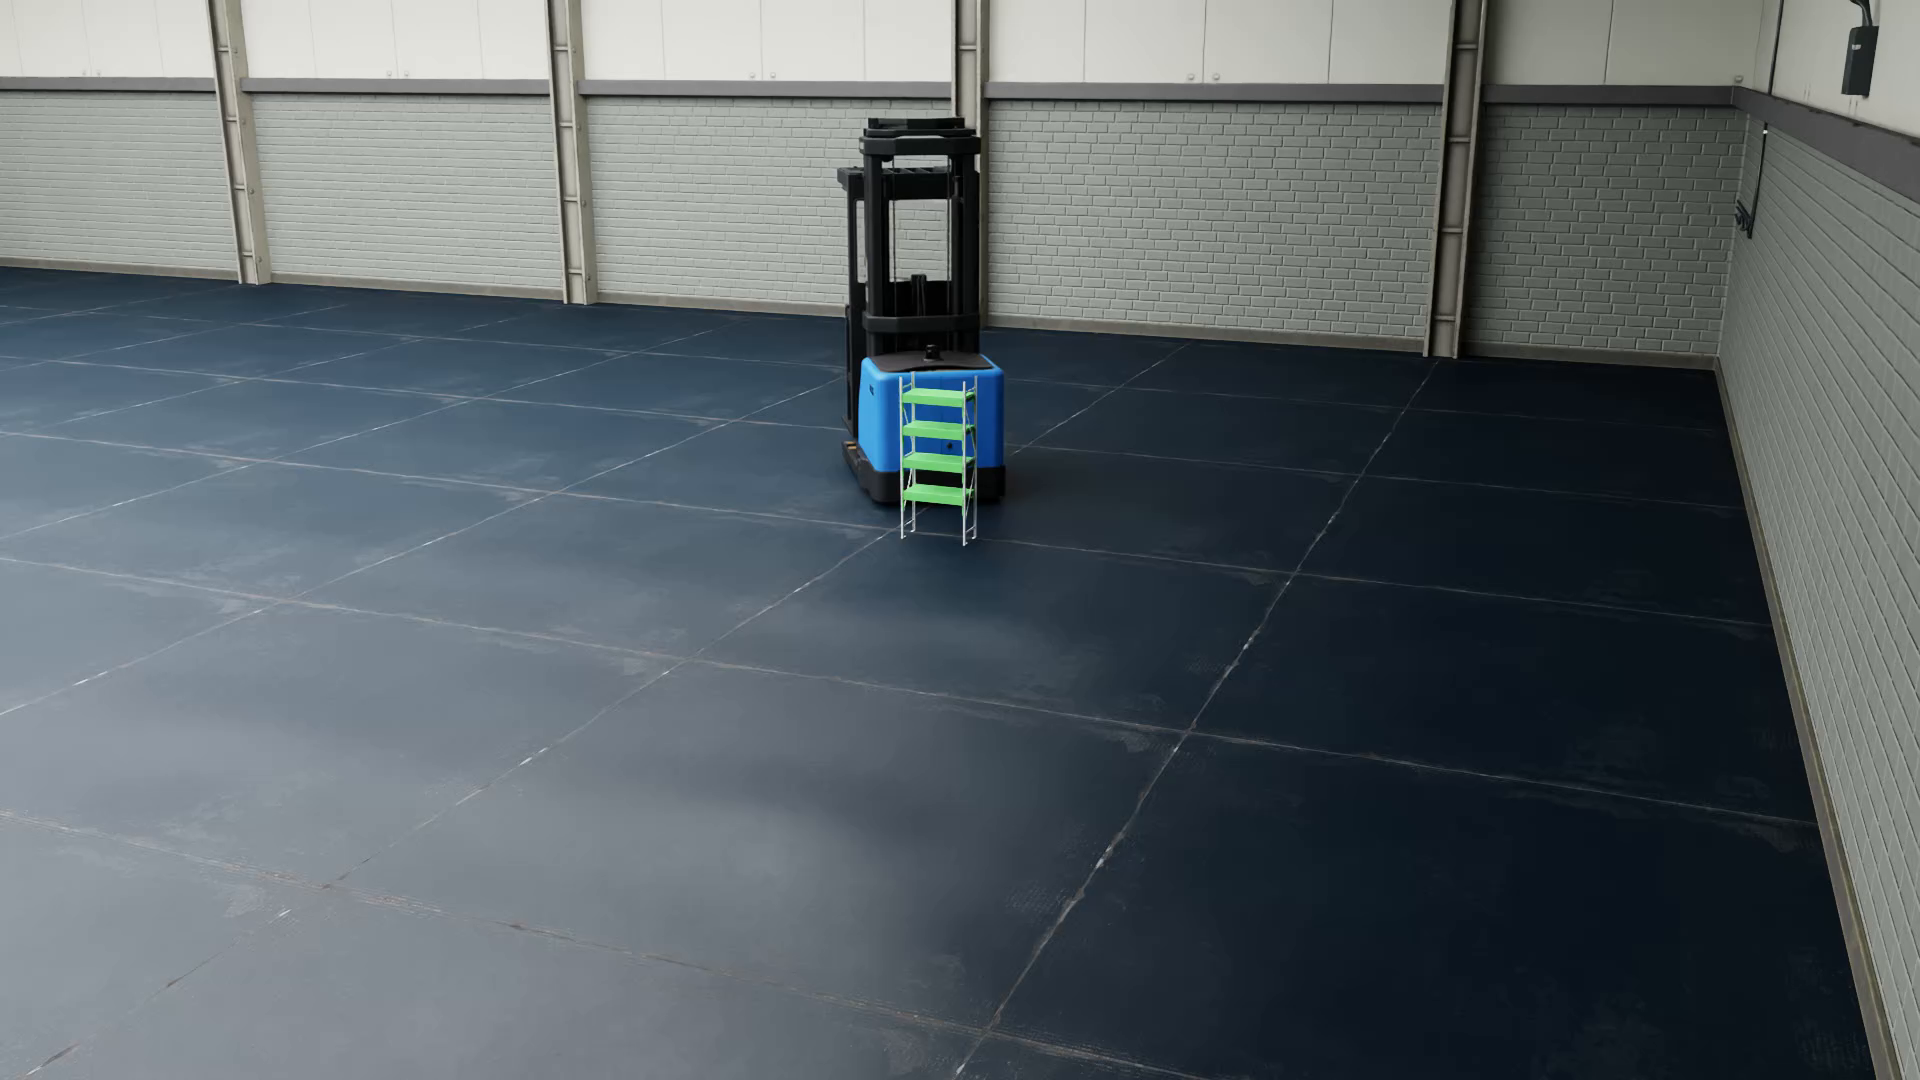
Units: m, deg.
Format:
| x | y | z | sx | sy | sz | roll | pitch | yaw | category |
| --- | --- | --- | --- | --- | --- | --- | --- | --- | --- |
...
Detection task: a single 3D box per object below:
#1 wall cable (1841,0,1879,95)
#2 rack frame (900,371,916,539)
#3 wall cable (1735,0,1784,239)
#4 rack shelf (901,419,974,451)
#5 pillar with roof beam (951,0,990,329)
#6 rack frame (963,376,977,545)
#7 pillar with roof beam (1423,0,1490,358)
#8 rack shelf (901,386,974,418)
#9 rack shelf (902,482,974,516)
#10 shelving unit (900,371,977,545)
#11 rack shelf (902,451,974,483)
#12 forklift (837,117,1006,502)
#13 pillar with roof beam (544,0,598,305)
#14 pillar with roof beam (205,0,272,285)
| x | y | z | sx | sy | sz | roll | pitch | yaw | category |
| --- | --- | --- | --- | --- | --- | --- | --- | --- | --- |
| 4.468 | -5.039 | 7.292 | 0.169 | 6.003 | 2.305 | 6 | 17 | 21 | wall cable |
| -0.381 | -0.618 | 12.151 | 0.015 | 1.200 | 0.240 | 6 | 17 | 21 | rack frame |
| 7.966 | -4.375 | 16.674 | 0.112 | 2.526 | 3.097 | 6 | 17 | 21 | wall cable |
| -0.154 | -0.762 | 12.016 | 0.480 | 0.148 | 0.258 | 6 | 17 | 21 | rack shelf |
| -1.450 | -6.008 | 16.729 | 0.400 | 9.000 | 9.100 | 6 | 17 | 21 | pillar with roof beam |
| 0.073 | -0.568 | 11.979 | 0.015 | 1.200 | 0.240 | 6 | 17 | 21 | rack frame |
| 4.131 | -5.394 | 14.615 | 0.400 | 9.000 | 9.100 | 6 | 17 | 21 | pillar with roof beam |
| -0.154 | -0.993 | 11.949 | 0.480 | 0.148 | 0.258 | 6 | 17 | 21 | rack shelf |
| -0.154 | -0.301 | 12.149 | 0.480 | 0.148 | 0.258 | 6 | 17 | 21 | rack shelf |
| -0.154 | -0.593 | 12.065 | 0.503 | 1.200 | 0.258 | 6 | 17 | 21 | shelving unit |
| -0.154 | -0.532 | 12.083 | 0.480 | 0.148 | 0.258 | 6 | 17 | 21 | rack shelf |
| -0.426 | -2.068 | 14.039 | 1.130 | 2.935 | 3.031 | -3 | 16 | -11 | forklift |
| -7.032 | -6.622 | 18.843 | 0.400 | 9.000 | 9.100 | 6 | 17 | 21 | pillar with roof beam |
| -12.613 | -7.236 | 20.957 | 0.400 | 9.000 | 9.100 | 6 | 17 | 21 | pillar with roof beam |
